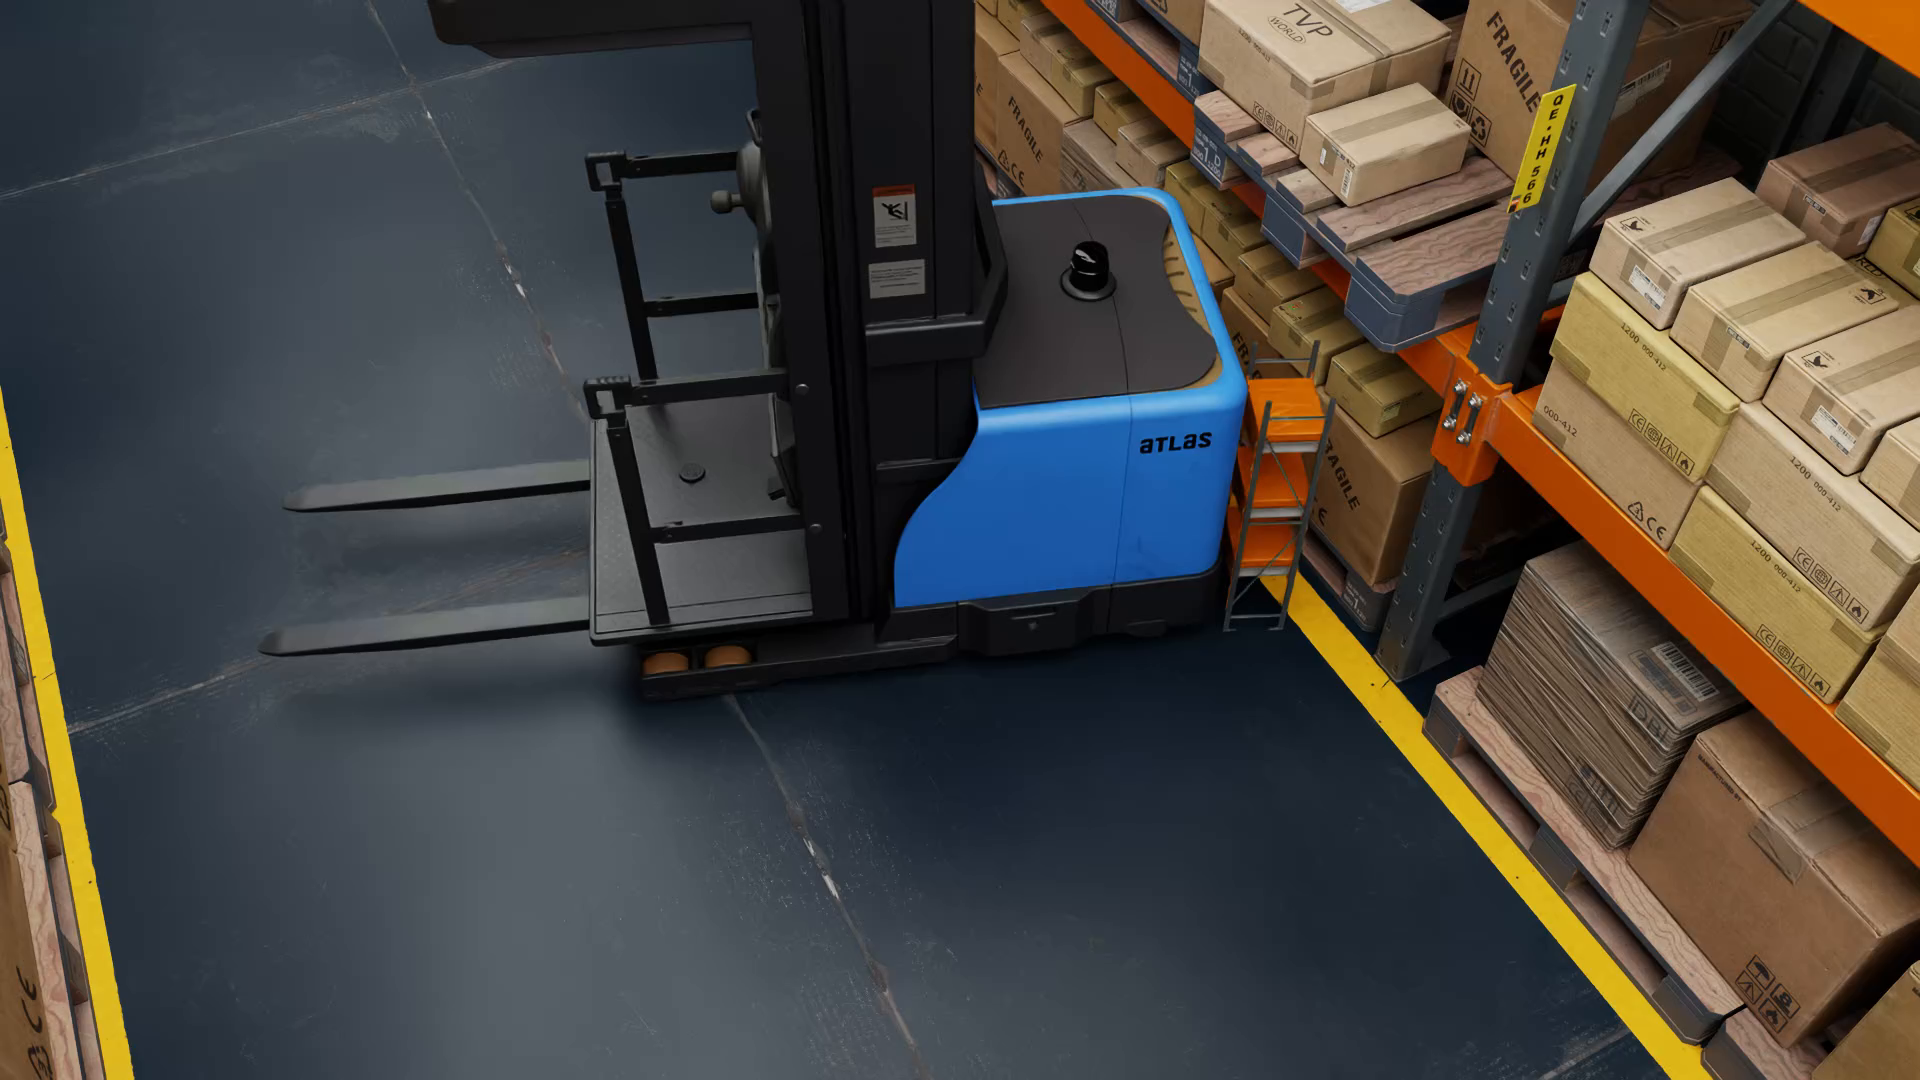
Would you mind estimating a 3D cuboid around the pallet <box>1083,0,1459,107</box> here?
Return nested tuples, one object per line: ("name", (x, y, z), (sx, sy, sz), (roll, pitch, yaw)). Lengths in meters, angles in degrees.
("pallet", (0.922, -1.971, 5.608), (1.003, 0.211, 1.213), (-21, 52, -18))

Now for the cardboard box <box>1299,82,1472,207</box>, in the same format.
("cardboard box", (1.174, -1.097, 4.605), (0.380, 0.149, 0.250), (-20, 52, -17))

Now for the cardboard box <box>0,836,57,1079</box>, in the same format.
("cardboard box", (-2.838, 1.048, 3.973), (0.875, 0.875, 0.875), (-22, 52, -18))

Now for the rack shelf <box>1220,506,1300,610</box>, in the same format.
("rack shelf", (0.960, 0.049, 5.392), (0.215, 0.259, 0.240), (-2, 49, -2))

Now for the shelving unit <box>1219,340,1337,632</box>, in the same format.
("shelving unit", (0.960, -0.141, 5.176), (0.215, 1.050, 0.252), (-2, 49, -2))

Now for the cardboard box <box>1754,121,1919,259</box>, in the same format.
("cardboard box", (2.145, -0.833, 3.988), (0.380, 0.149, 0.250), (-20, 52, -16))

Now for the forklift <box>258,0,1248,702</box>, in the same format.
("forklift", (-0.723, -0.882, 4.574), (3.031, 2.935, 1.130), (-6, 49, -5))

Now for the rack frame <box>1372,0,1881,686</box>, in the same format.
("rack frame", (1.816, -0.734, 4.399), (1.000, 3.000, 0.127), (-21, 52, -18))

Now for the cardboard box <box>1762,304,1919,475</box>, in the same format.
("cardboard box", (1.964, -0.324, 3.544), (0.380, 0.149, 0.250), (-20, 52, -17))

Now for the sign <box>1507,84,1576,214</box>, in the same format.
("sign", (1.338, -0.896, 3.824), (0.100, 0.325, 0.005), (-21, 52, -18))

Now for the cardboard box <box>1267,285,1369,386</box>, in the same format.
("cardboard box", (1.212, -0.678, 5.301), (0.380, 0.149, 0.250), (-24, 53, -19))

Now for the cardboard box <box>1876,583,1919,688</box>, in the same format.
("cardboard box", (2.253, 0.224, 3.329), (0.500, 0.250, 0.500), (-22, 53, -18))

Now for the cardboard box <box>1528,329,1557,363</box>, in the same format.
("cardboard box", (1.855, -0.719, 5.337), (0.380, 0.149, 0.250), (-19, 51, -16))

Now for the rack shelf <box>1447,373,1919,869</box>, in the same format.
("rack shelf", (2.731, 0.841, 3.499), (1.077, 0.370, 4.000), (-21, 52, -18))

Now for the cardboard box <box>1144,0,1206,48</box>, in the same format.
("cardboard box", (0.905, -1.935, 5.102), (0.797, 0.503, 0.637), (-22, 52, -18))

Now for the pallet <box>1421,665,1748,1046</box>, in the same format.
("pallet", (2.158, 0.748, 4.955), (1.003, 0.211, 1.213), (-21, 52, -18))

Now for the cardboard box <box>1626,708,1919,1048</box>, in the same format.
("cardboard box", (2.395, 0.766, 4.386), (0.875, 0.625, 0.625), (-20, 52, -16))

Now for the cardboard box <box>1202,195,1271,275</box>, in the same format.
("cardboard box", (1.051, -1.062, 5.637), (0.380, 0.149, 0.250), (-20, 52, -16))

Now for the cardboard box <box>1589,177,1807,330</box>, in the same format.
("cardboard box", (1.700, -0.666, 3.842), (0.380, 0.149, 0.250), (-20, 52, -16))

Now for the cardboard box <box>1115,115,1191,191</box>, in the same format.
("cardboard box", (0.783, -1.403, 5.935), (0.380, 0.149, 0.250), (-23, 53, -19))

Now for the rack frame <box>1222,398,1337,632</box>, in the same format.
("rack frame", (0.965, -0.050, 5.095), (0.200, 1.050, 0.008), (-2, 49, -2))

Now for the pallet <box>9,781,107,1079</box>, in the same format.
("pallet", (-2.889, 1.343, 4.436), (1.003, 0.211, 1.213), (-21, 52, -18))

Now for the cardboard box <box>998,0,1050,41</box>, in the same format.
("cardboard box", (0.374, -2.103, 6.547), (0.380, 0.149, 0.250), (-22, 52, -18))

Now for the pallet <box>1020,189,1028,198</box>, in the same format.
("pallet", (0.954, -1.144, 6.611), (1.003, 0.211, 1.213), (-21, 52, -18))

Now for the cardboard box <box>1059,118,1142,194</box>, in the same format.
("cardboard box", (0.716, -1.287, 6.265), (0.500, 0.500, 0.500), (-23, 53, -19))

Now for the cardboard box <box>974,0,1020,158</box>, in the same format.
("cardboard box", (0.259, -1.972, 6.864), (0.500, 0.500, 0.500), (-22, 52, -18))

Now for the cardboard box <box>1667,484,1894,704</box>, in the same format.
("cardboard box", (2.028, 0.035, 3.826), (0.500, 0.250, 0.500), (-22, 52, -18))

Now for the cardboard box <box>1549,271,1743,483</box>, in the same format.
("cardboard box", (1.780, -0.460, 3.927), (0.500, 0.250, 0.500), (-21, 52, -18))

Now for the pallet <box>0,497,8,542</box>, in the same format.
("pallet", (-4.006, -0.291, 5.864), (1.003, 0.211, 1.213), (-21, 52, -18))

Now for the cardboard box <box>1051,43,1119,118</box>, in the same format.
("cardboard box", (0.567, -1.756, 6.244), (0.380, 0.149, 0.250), (-19, 52, -16))

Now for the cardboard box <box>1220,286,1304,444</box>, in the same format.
("cardboard box", (1.212, -0.597, 5.661), (0.500, 0.500, 0.500), (-22, 52, -18))

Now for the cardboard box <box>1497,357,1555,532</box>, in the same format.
("cardboard box", (1.873, -0.428, 5.513), (0.500, 0.500, 0.500), (-19, 52, -16))
